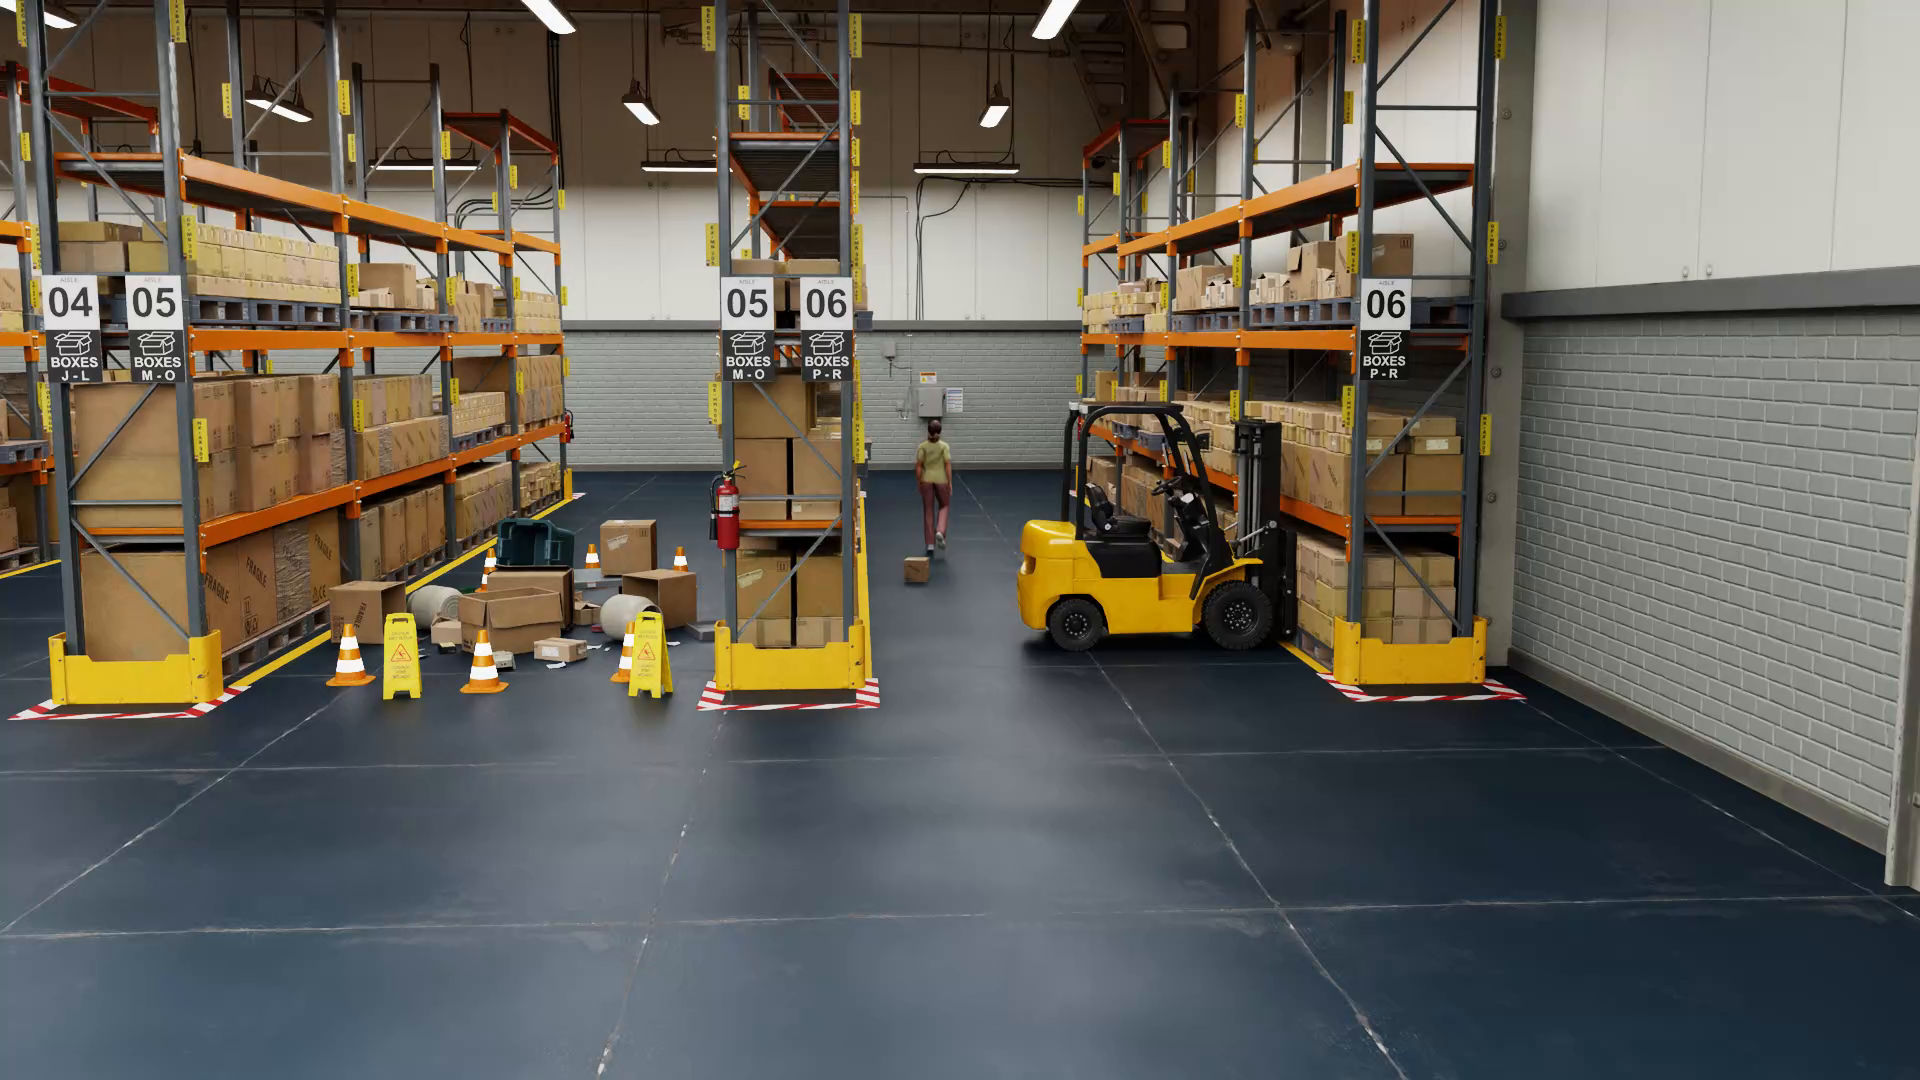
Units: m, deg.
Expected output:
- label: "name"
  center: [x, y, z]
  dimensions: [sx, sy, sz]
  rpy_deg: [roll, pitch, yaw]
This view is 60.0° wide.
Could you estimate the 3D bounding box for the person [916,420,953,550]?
- label: "person"
  center: [-0.335, -0.706, 21.438]
  dimensions: [0.468, 1.682, 0.462]
  rpy_deg: [0, 7, -2]
